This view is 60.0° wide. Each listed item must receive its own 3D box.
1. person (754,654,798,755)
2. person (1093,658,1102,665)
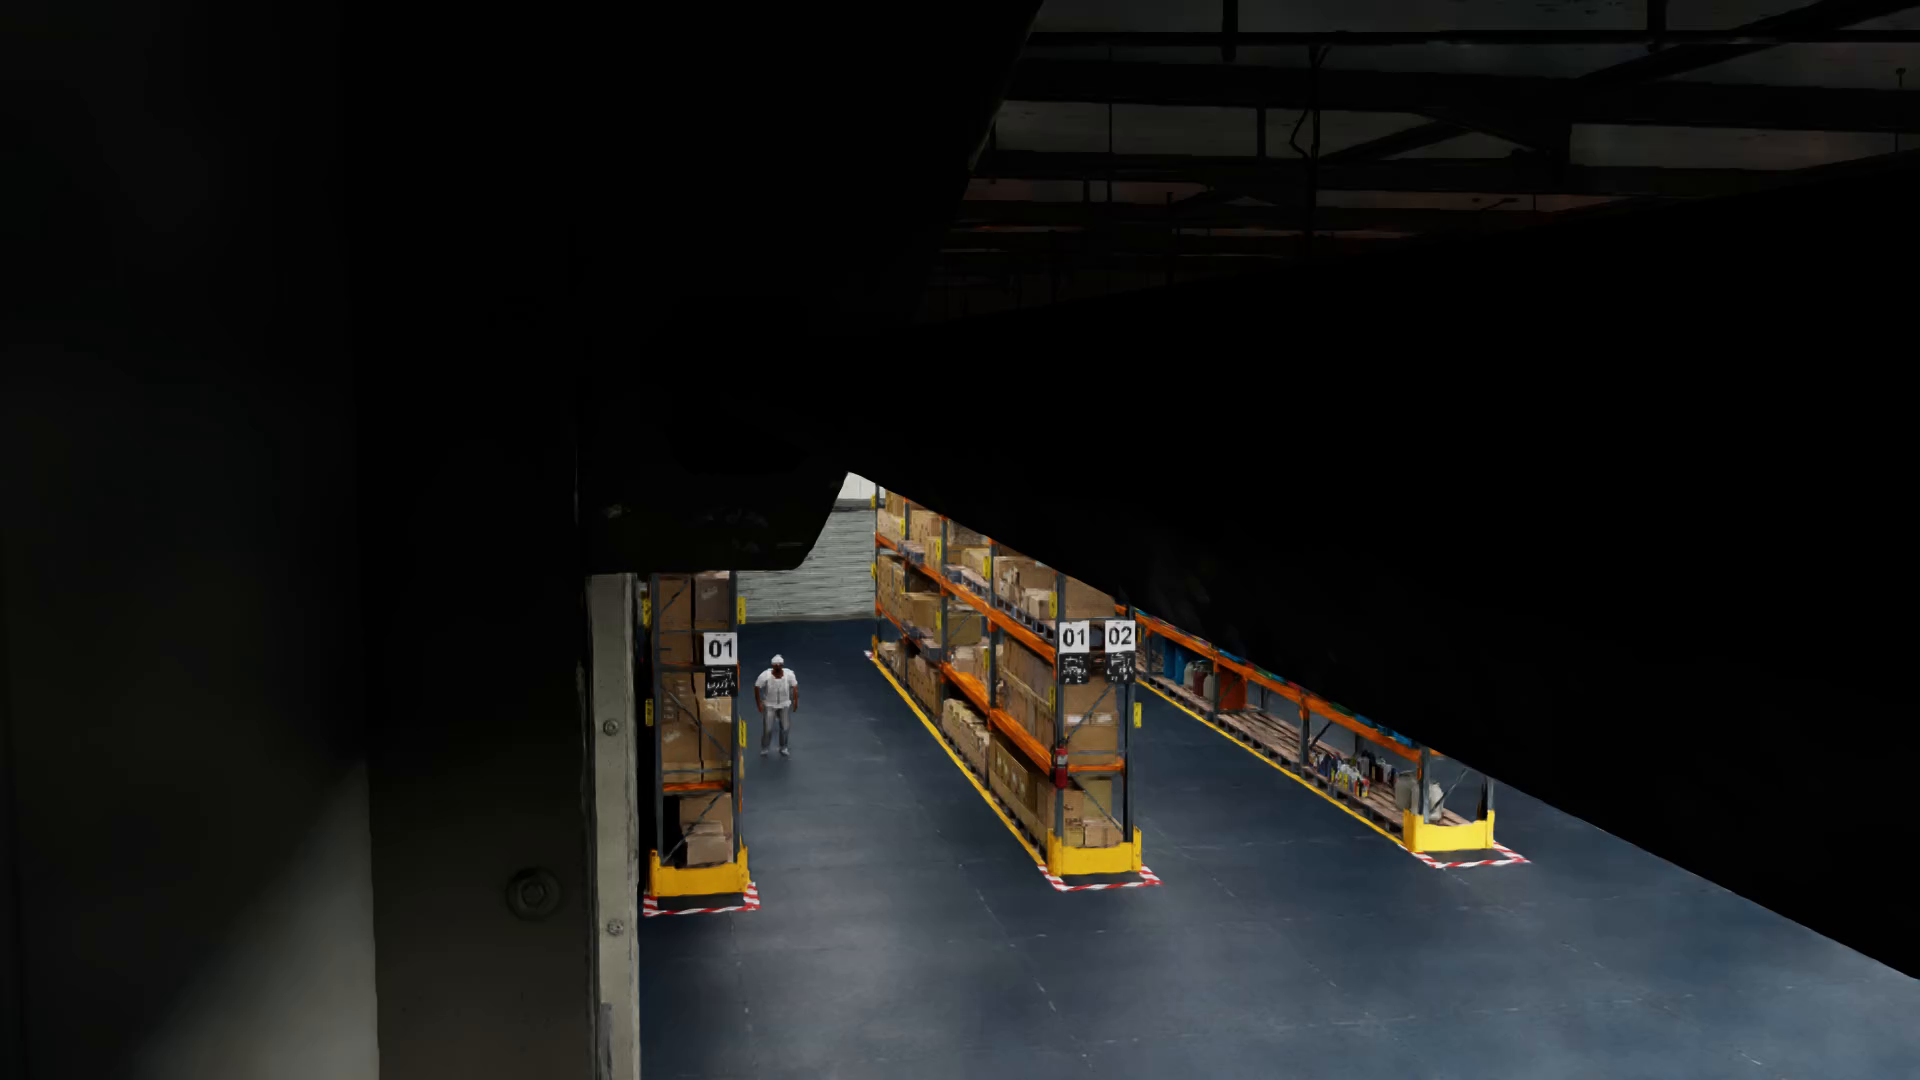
[{"bbox_3d":[-2.996,2.699,27.173,0.719,1.714,0.578,-1,6,-13],"label":"person"},{"bbox_3d":[2.151,2.747,27.216,0.661,1.600,0.678,-2,6,-19],"label":"person"}]
